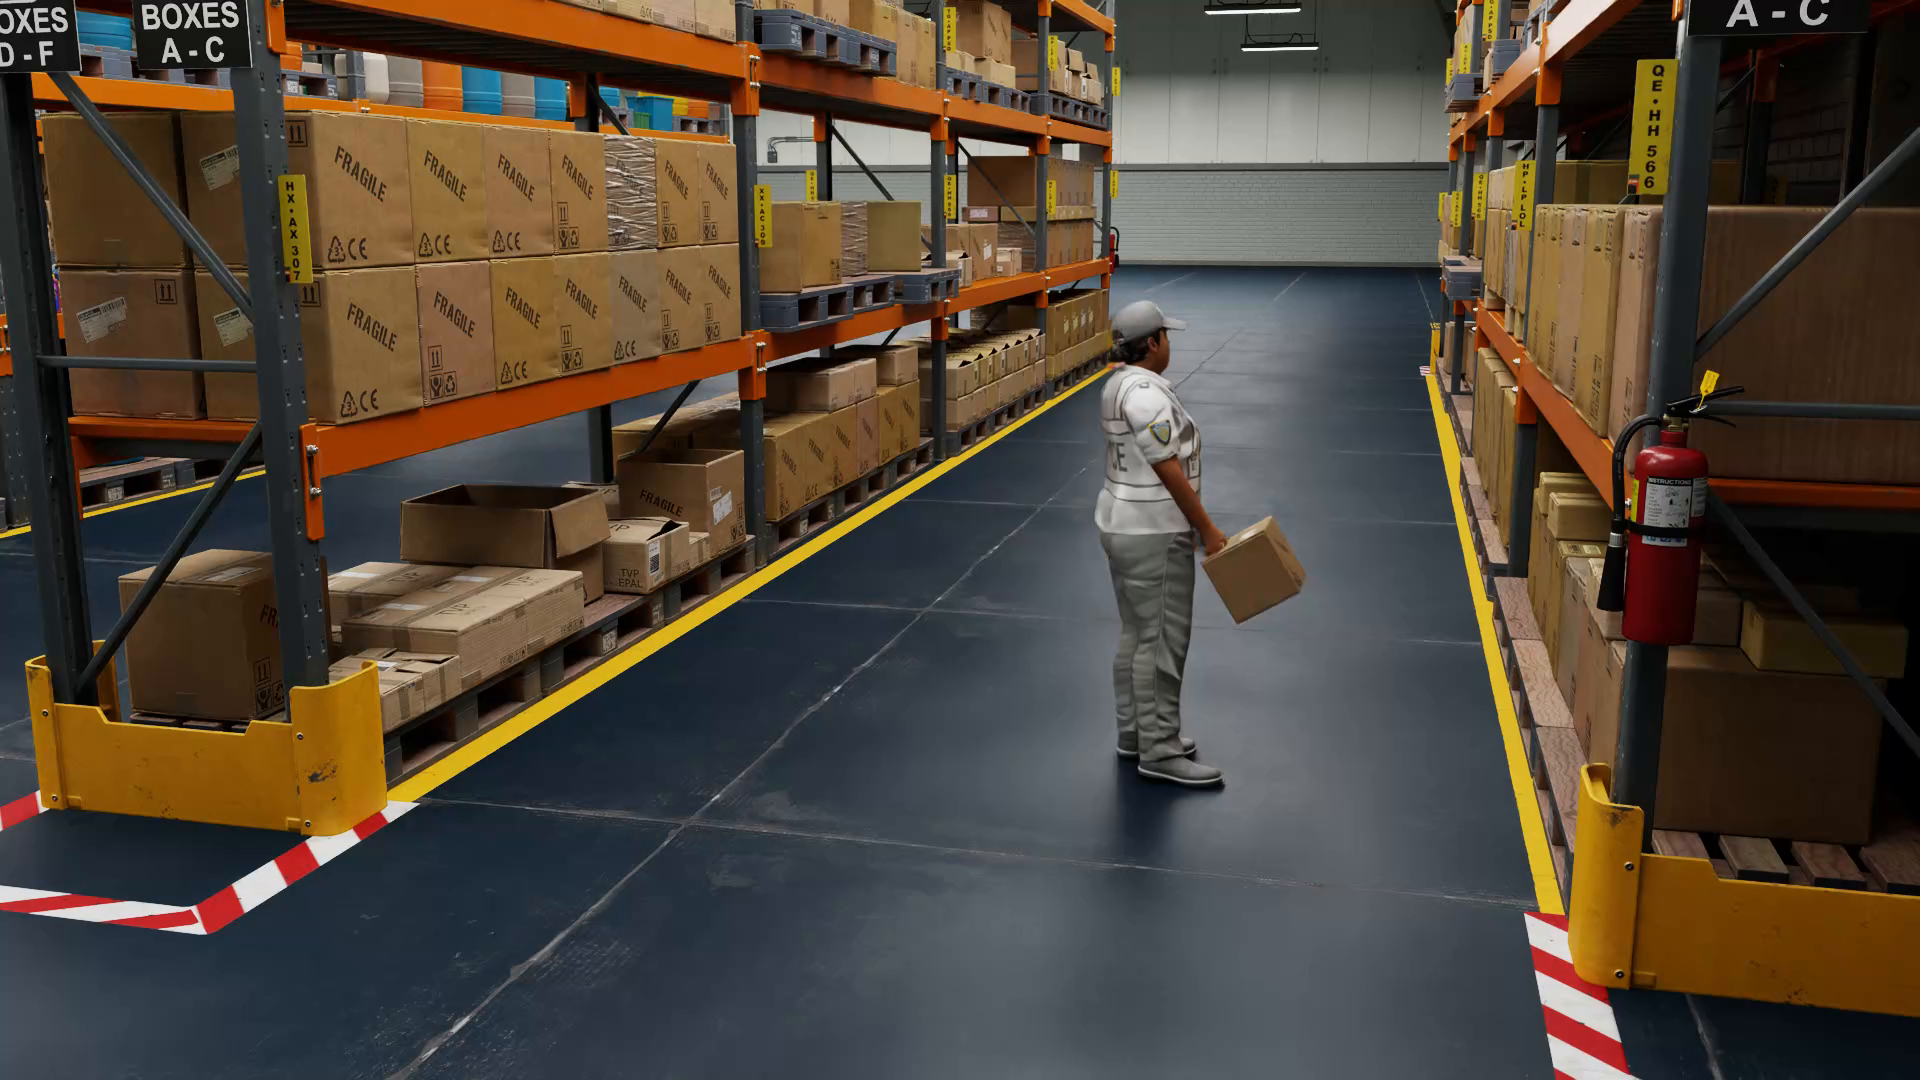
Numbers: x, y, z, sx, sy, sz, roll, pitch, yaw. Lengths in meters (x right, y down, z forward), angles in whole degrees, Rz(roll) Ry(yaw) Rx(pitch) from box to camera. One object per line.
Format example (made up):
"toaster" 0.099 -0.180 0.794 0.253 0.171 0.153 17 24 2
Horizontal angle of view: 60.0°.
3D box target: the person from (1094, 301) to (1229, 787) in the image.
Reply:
"person" 0.712 -0.002 5.918 0.439 1.674 0.555 -1 12 -7
